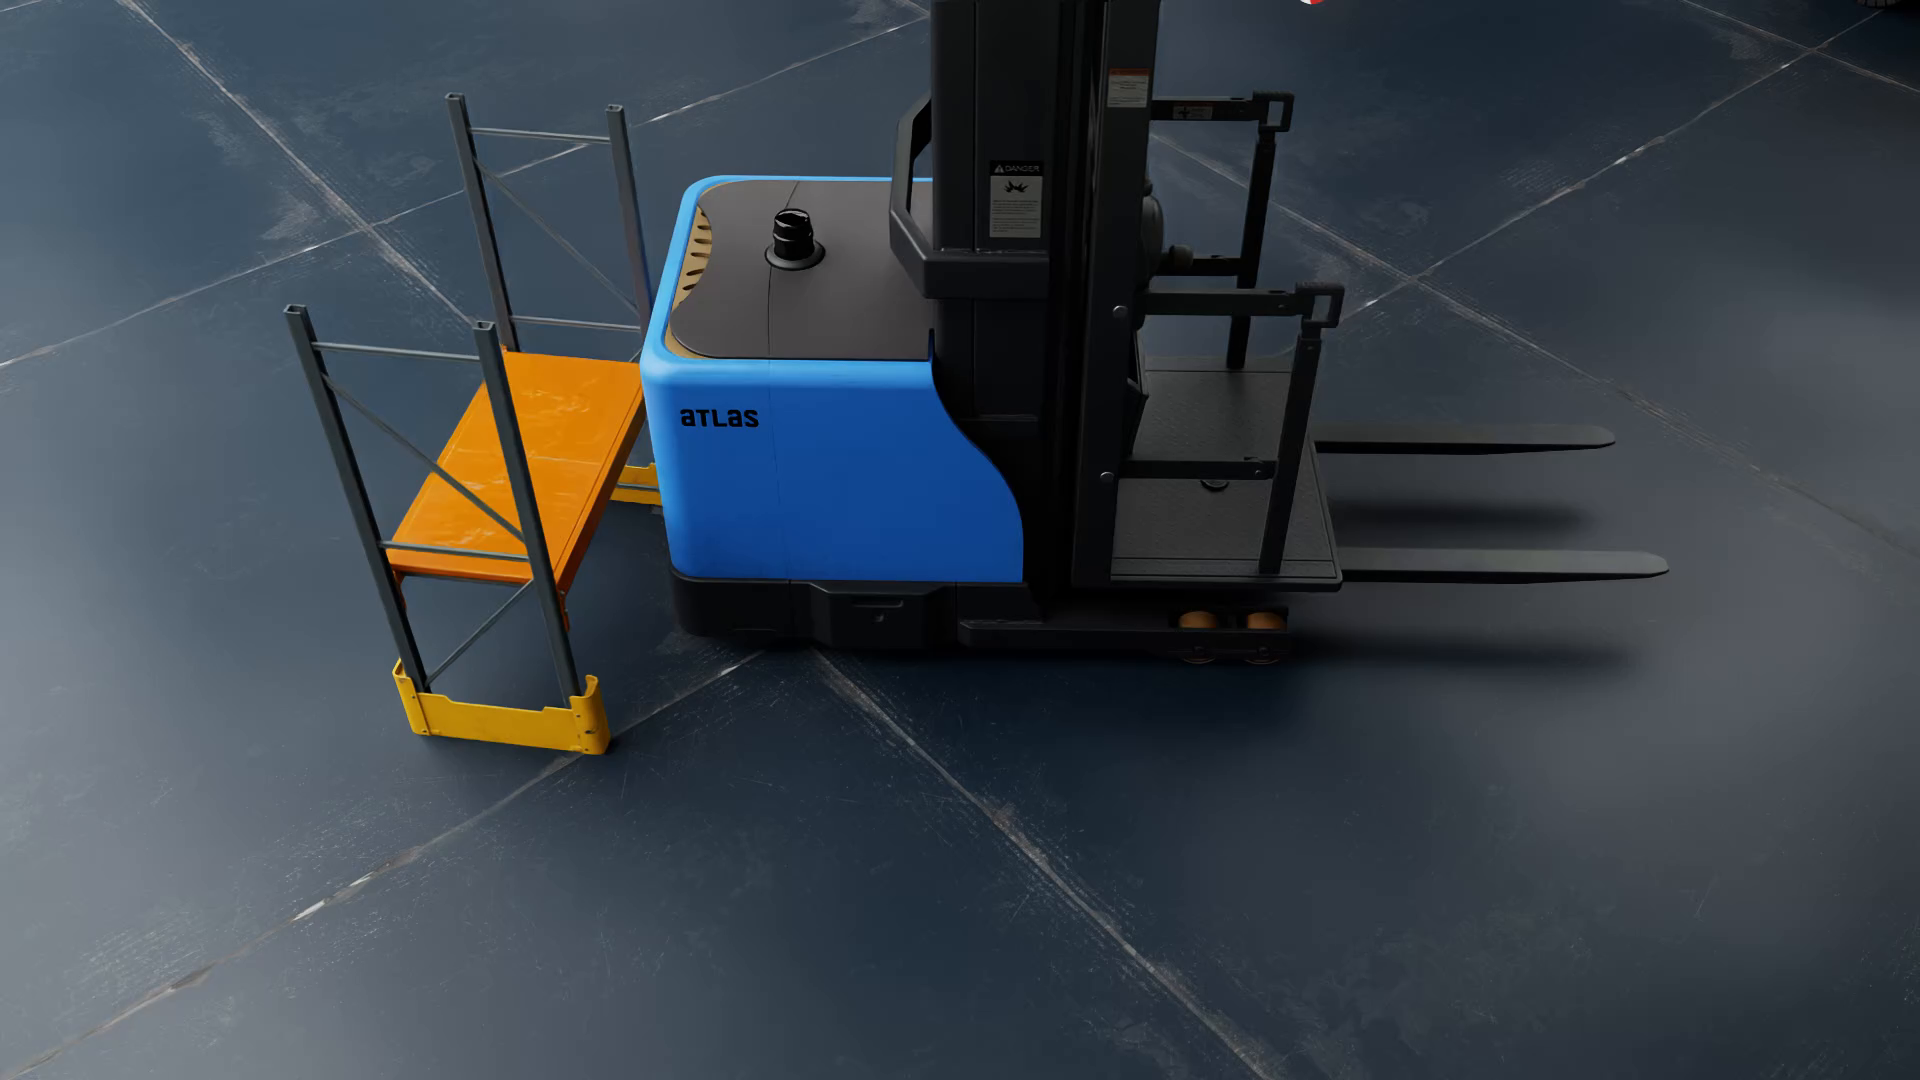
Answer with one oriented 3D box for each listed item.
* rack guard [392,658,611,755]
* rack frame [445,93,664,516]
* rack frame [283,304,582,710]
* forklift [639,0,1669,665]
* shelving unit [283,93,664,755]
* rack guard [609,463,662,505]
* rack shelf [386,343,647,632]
[{"bbox_3d":[-1.314,0.475,4.784,0.587,0.250,0.087,6,44,6],"label":"rack guard"},{"bbox_3d":[-1.170,-0.656,5.076,0.500,1.500,0.032,6,44,6],"label":"rack frame"},{"bbox_3d":[-1.317,0.033,4.342,0.500,1.500,0.032,6,44,6],"label":"rack frame"},{"bbox_3d":[0.647,-1.060,4.460,3.031,2.935,1.130,1,43,1],"label":"forklift"},{"bbox_3d":[-1.242,-0.318,4.716,0.587,1.500,1.083,6,44,6],"label":"shelving unit"},{"bbox_3d":[-1.170,-0.199,5.503,0.587,0.250,0.087,6,44,6],"label":"rack guard"},{"bbox_3d":[-1.243,-0.180,4.832,0.538,0.185,1.000,6,44,6],"label":"rack shelf"}]
